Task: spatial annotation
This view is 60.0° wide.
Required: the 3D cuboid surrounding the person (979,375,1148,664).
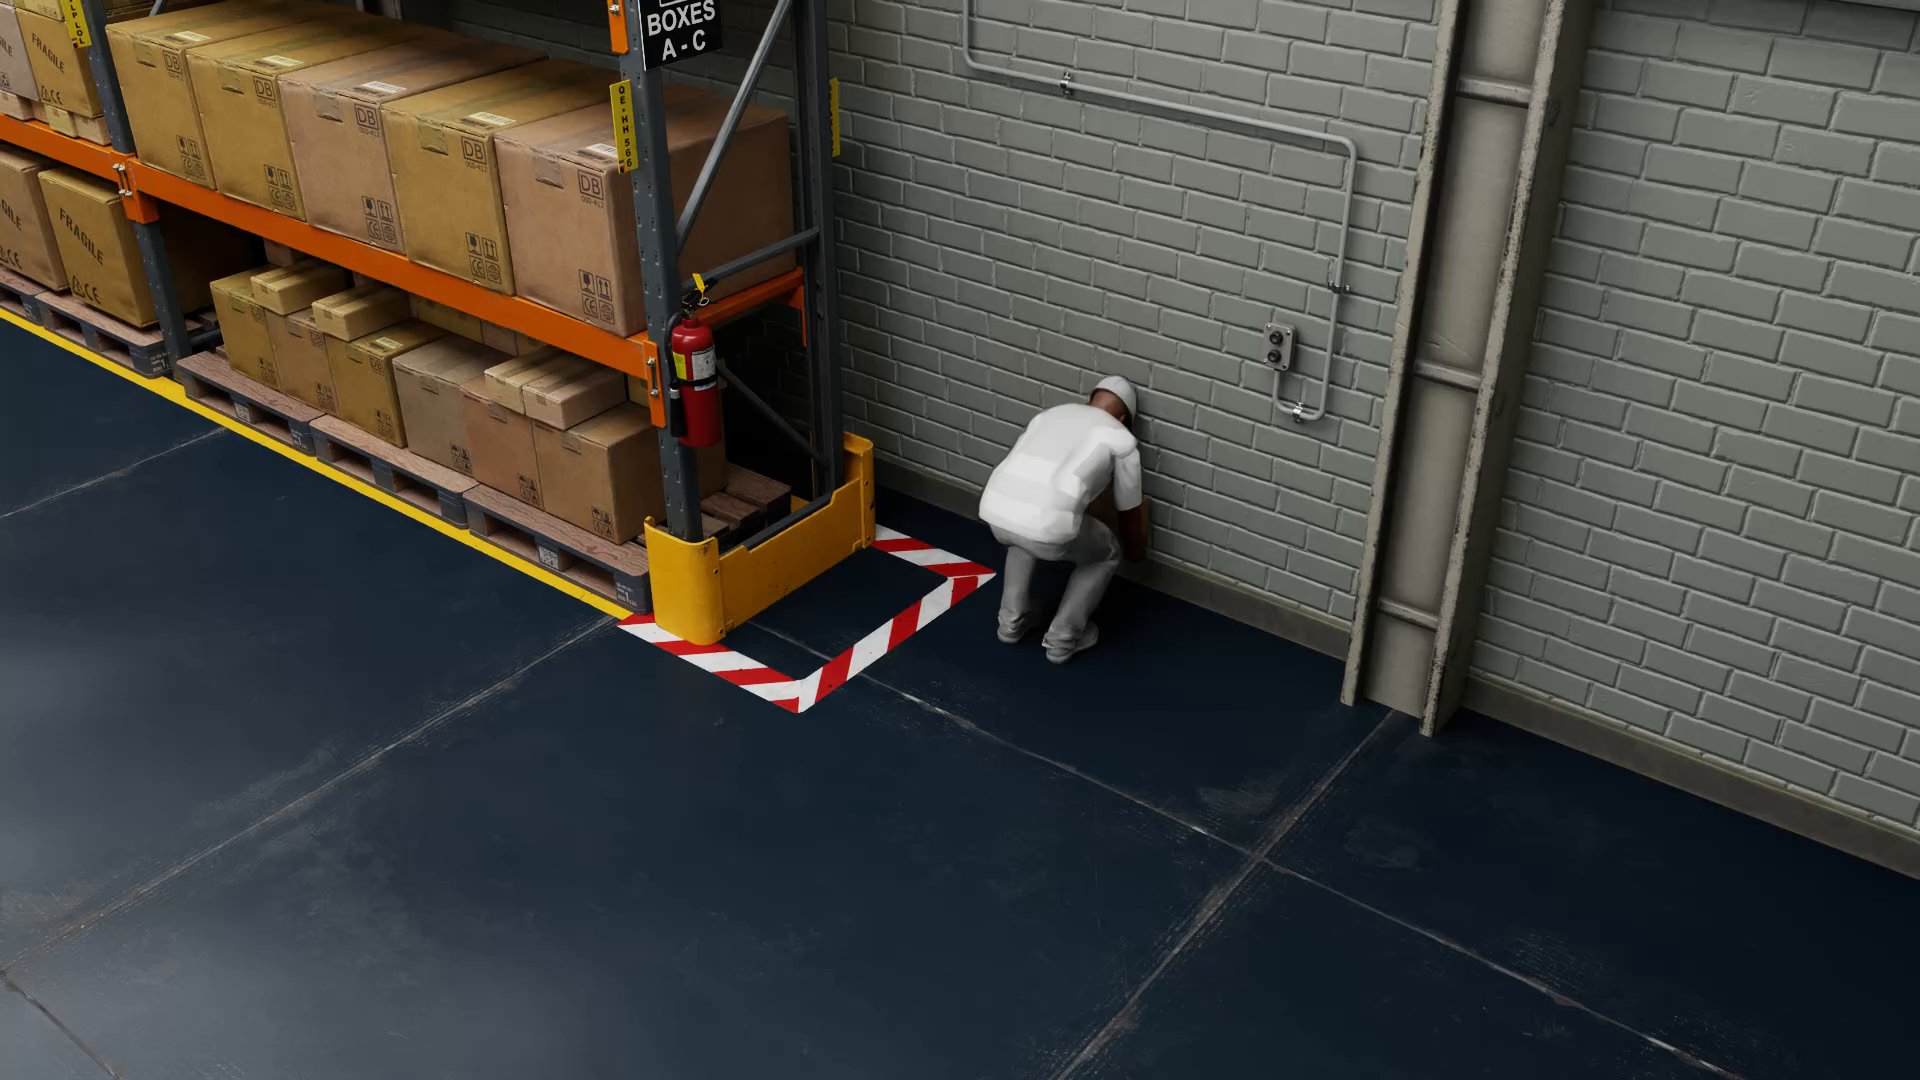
[{"bbox_3d":[0.451,-0.088,6.993,0.525,1.015,0.959,19,36,29],"label":"person"}]
